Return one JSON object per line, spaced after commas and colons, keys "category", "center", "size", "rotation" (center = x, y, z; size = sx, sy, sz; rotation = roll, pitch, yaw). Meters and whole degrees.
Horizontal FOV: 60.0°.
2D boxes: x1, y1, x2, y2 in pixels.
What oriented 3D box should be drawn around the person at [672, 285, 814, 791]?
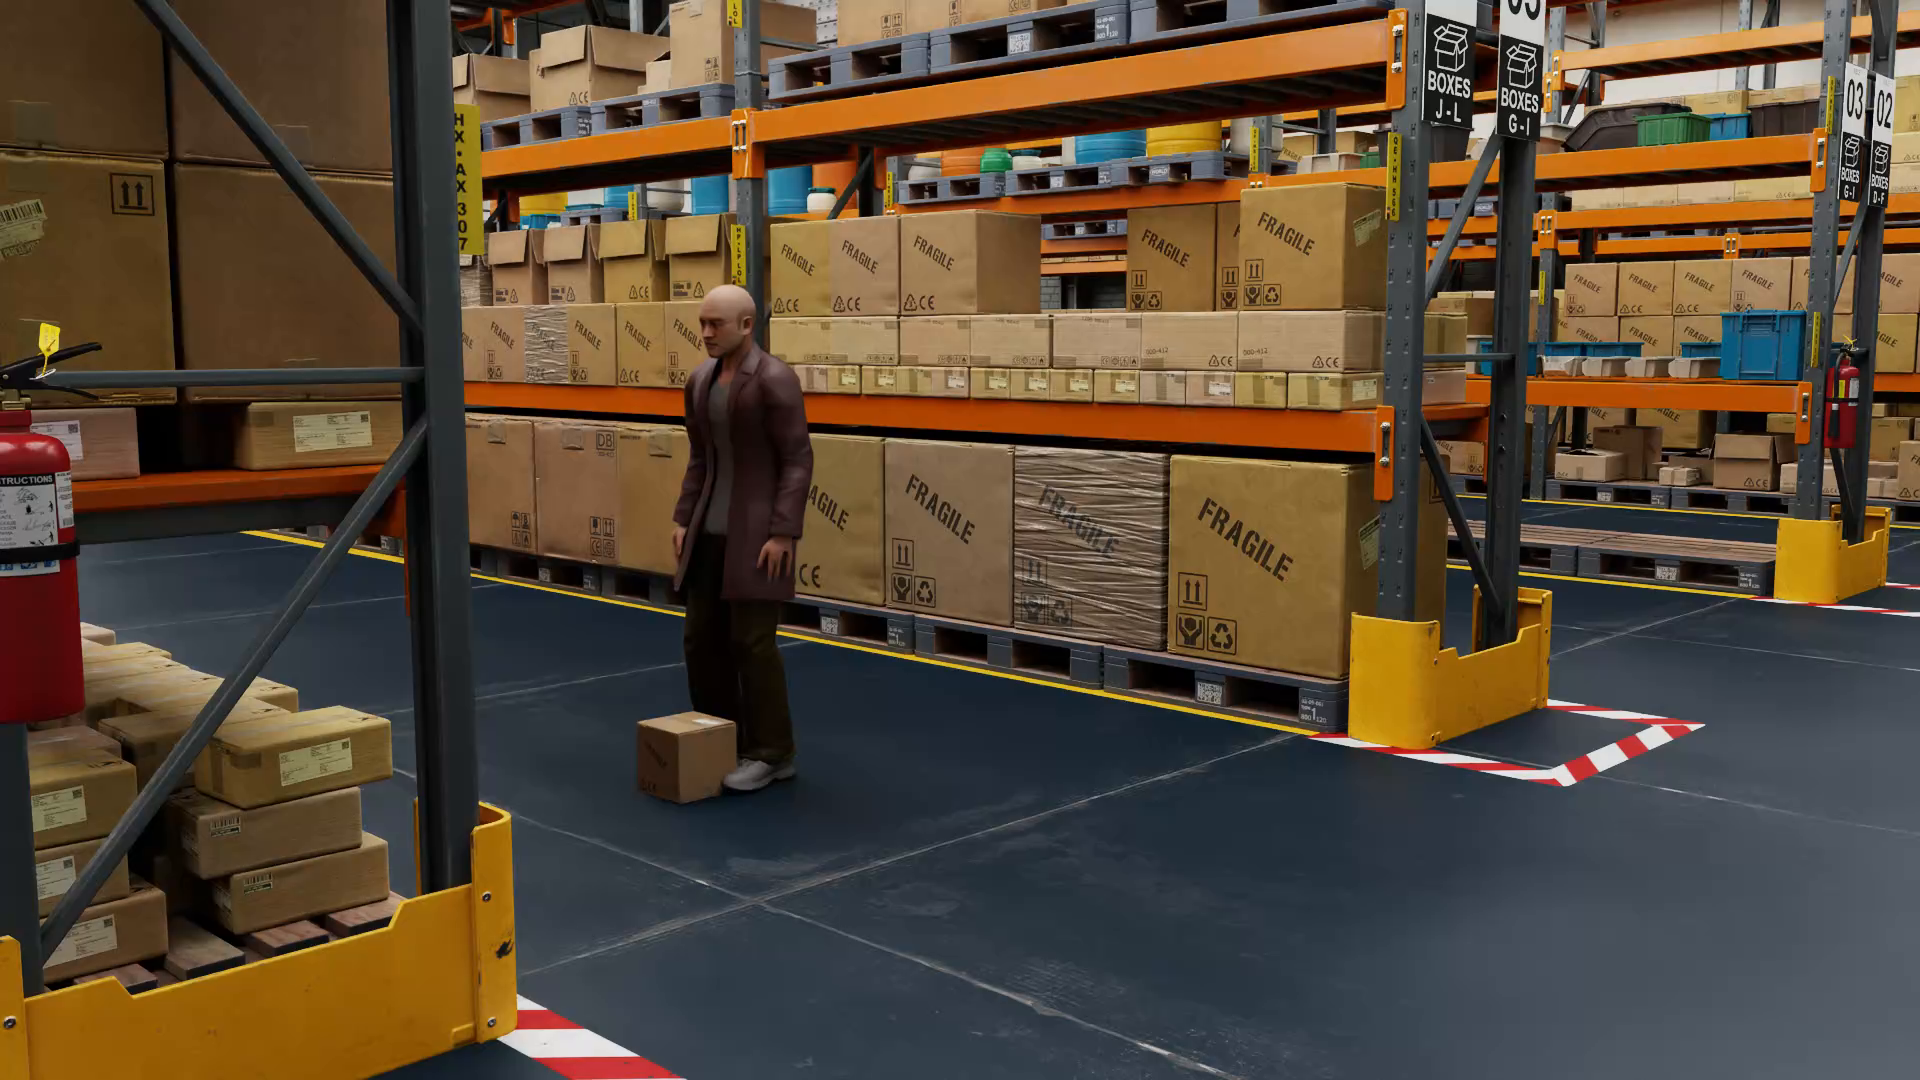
{"category": "person", "center": [-0.795, -0.016, 5.948], "size": [0.628, 1.773, 0.427], "rotation": [6, 9, 41]}
